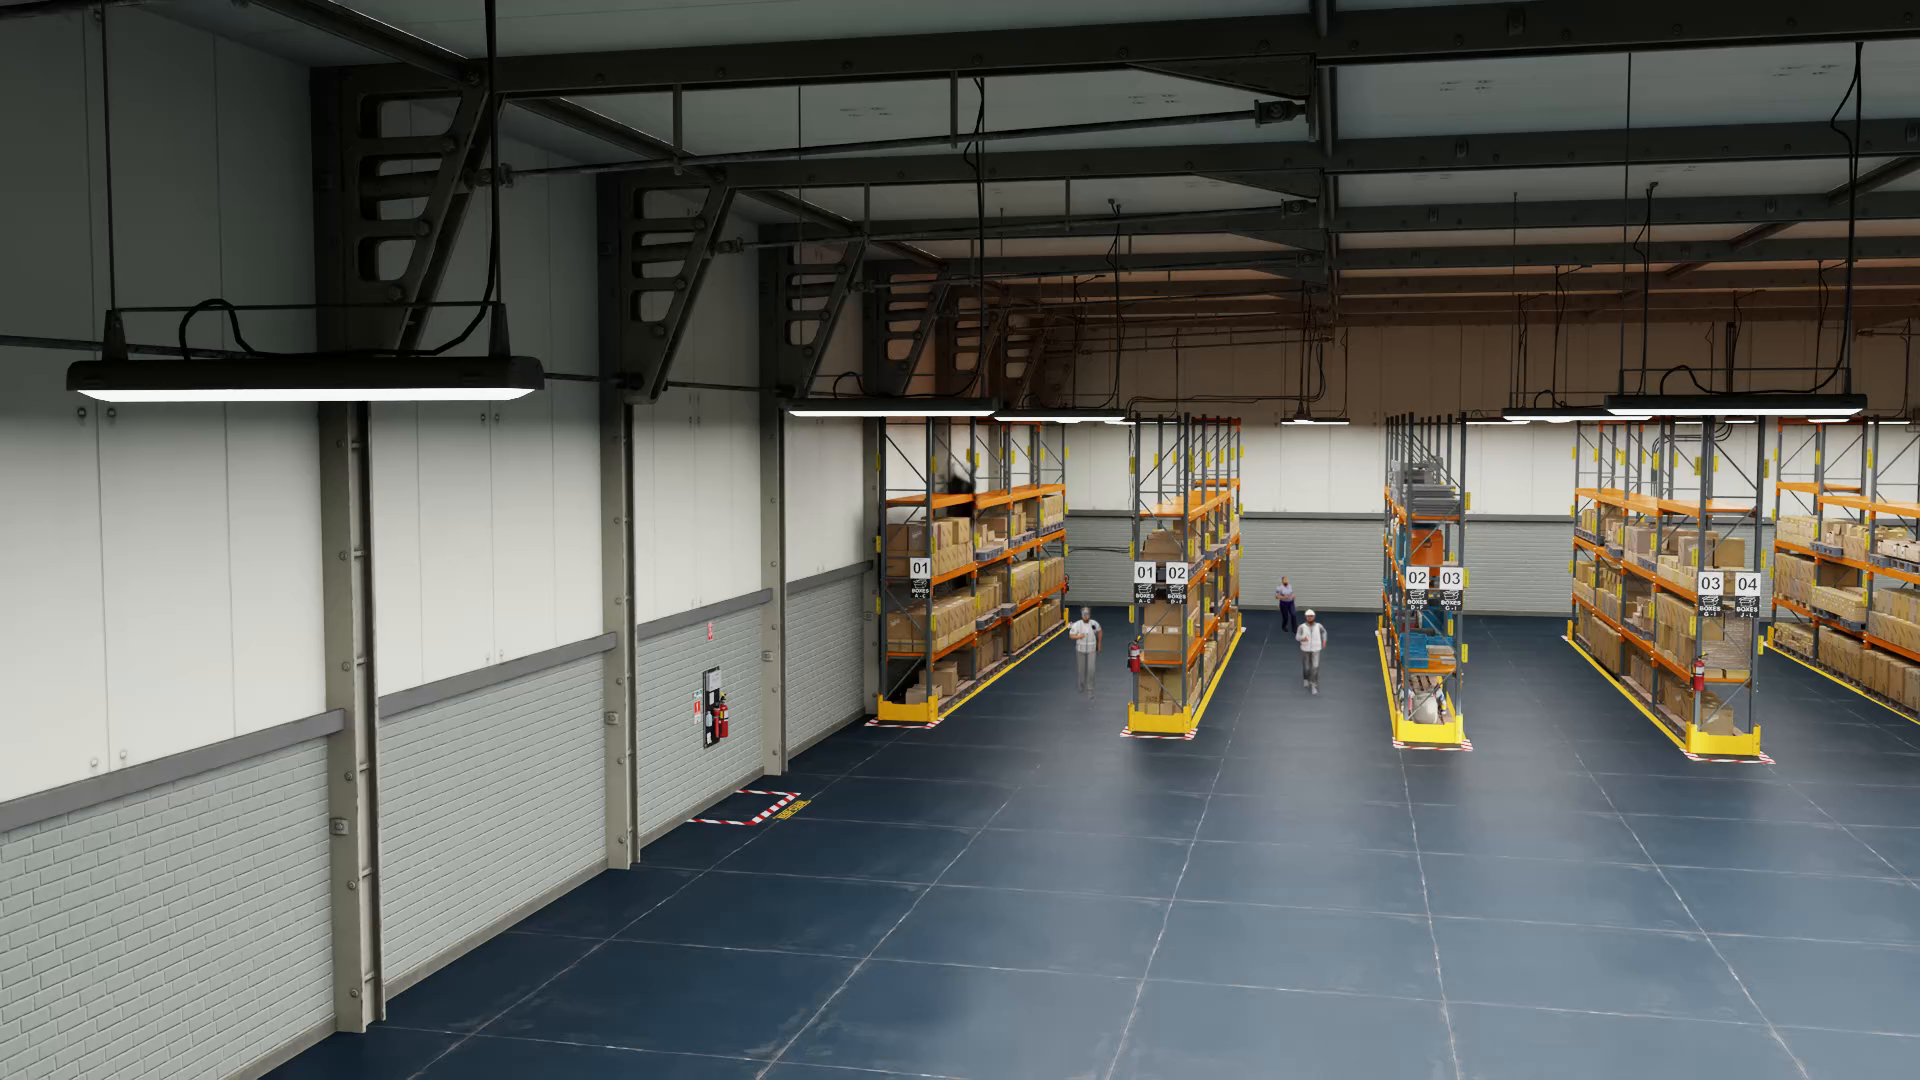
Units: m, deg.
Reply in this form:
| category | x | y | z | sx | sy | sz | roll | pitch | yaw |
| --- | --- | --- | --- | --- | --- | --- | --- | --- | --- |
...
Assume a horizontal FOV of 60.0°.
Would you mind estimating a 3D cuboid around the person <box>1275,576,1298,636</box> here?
| category | x | y | z | sx | sy | sz | roll | pitch | yaw |
| --- | --- | --- | --- | --- | --- | --- | --- | --- | --- |
| person | 8.979 | 1.826 | 45.967 | 0.623 | 1.661 | 0.860 | -1 | 4 | -14 |

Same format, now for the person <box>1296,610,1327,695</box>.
| category | x | y | z | sx | sy | sz | roll | pitch | yaw |
| --- | --- | --- | --- | --- | --- | --- | --- | --- | --- |
| person | 7.592 | 2.402 | 35.976 | 0.661 | 1.782 | 0.953 | 1 | 4 | 11 |

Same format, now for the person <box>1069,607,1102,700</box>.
| category | x | y | z | sx | sy | sz | roll | pitch | yaw |
| --- | --- | --- | --- | --- | --- | --- | --- | --- | --- |
| person | 2.546 | 2.267 | 33.730 | 0.664 | 1.844 | 0.847 | 0 | 4 | 3 |
